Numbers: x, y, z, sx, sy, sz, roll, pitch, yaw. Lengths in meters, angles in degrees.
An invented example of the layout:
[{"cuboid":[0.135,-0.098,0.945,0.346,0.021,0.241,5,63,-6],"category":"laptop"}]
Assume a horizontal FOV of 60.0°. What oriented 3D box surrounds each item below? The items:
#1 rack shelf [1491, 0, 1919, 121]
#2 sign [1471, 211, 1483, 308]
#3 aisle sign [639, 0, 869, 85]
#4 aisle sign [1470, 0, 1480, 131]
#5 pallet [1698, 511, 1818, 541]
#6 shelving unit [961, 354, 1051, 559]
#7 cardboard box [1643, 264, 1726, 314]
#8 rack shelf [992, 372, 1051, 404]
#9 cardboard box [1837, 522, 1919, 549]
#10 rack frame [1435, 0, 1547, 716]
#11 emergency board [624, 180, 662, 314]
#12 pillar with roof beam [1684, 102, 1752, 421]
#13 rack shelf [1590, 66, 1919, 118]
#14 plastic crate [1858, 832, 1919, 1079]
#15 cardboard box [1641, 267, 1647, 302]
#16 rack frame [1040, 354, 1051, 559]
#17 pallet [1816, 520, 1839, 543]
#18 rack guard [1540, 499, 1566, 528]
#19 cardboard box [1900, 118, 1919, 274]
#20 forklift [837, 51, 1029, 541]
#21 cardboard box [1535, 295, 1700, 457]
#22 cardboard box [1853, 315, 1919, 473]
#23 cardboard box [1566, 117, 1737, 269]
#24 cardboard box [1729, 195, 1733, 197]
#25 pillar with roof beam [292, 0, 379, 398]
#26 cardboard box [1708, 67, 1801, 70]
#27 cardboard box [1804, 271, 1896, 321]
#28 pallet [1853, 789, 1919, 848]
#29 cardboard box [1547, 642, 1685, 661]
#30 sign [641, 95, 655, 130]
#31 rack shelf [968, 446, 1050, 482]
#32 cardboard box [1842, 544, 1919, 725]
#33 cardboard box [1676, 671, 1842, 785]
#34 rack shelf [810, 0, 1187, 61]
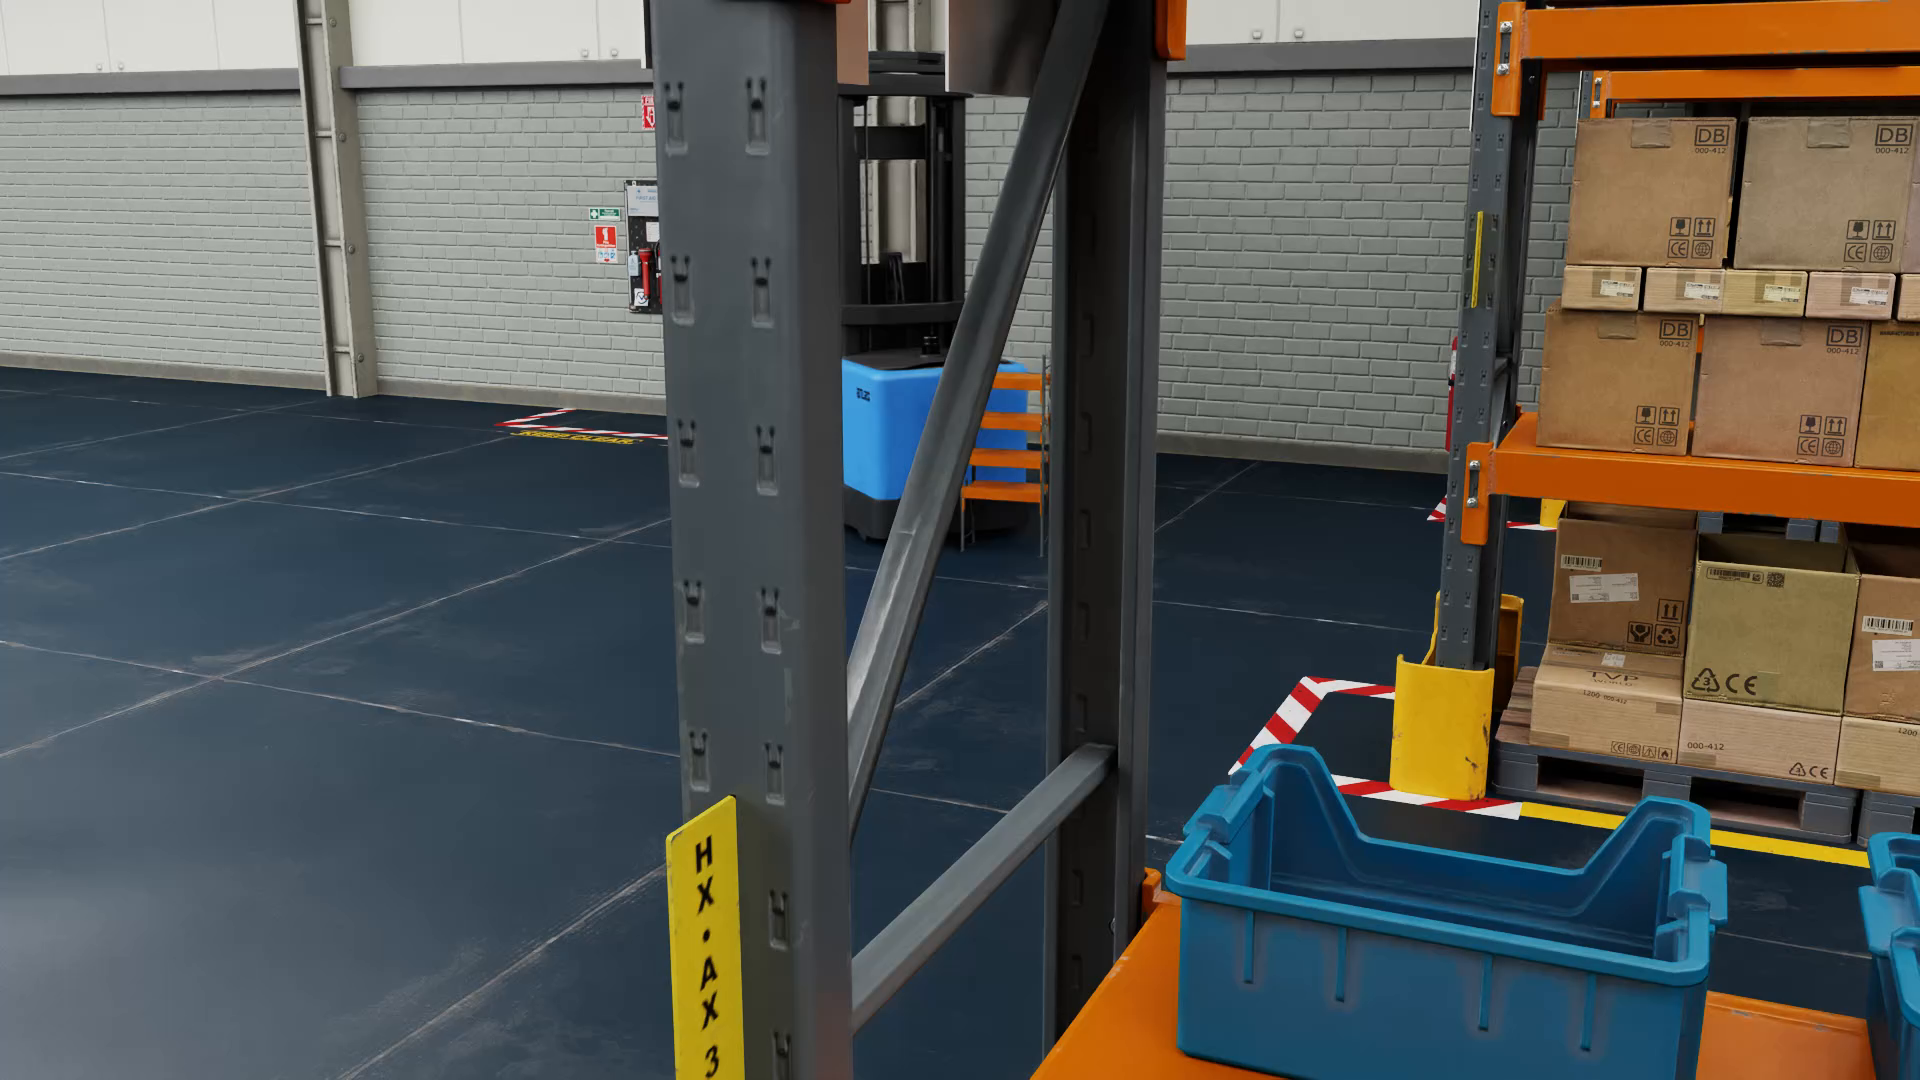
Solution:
[{"cuboid":[3.849,-1.550,5.305,4.000,0.370,1.077,6,14,23],"category":"rack shelf"},{"cuboid":[1.790,-0.970,5.755,0.005,0.325,0.100,6,14,23],"category":"sign"},{"cuboid":[-0.174,-0.802,1.417,0.004,0.787,0.394,6,14,23],"category":"aisle sign"},{"cuboid":[1.836,-1.833,5.810,0.004,0.787,0.394,6,14,23],"category":"aisle sign"},{"cuboid":[4.821,-0.213,10.702,1.213,0.211,1.003,6,14,23],"category":"pallet"},{"cuboid":[0.282,-0.518,9.837,0.503,1.200,0.258,4,14,17],"category":"shelving unit"},{"cuboid":[2.535,-0.885,5.820,0.250,0.149,0.380,5,14,22],"category":"cardboard box"},{"cuboid":[0.282,-0.901,9.747,0.480,0.148,0.258,4,14,17],"category":"rack shelf"},{"cuboid":[3.552,0.221,6.207,0.500,0.500,0.500,6,14,23],"category":"cardboard box"},{"cuboid":[2.021,-0.625,6.354,0.127,3.000,1.000,6,14,23],"category":"rack frame"},{"cuboid":[-2.716,-2.568,14.633,0.643,1.169,0.194,6,14,23],"category":"emergency board"},{"cuboid":[3.270,-3.798,6.742,0.400,9.000,9.100,6,14,23],"category":"pillar with roof beam"},{"cuboid":[5.852,-2.585,9.716,4.000,0.370,1.077,6,14,23],"category":"rack shelf"},{"cuboid":[1.181,0.526,1.771,0.408,0.251,0.499,6,14,23],"category":"plastic crate"},{"cuboid":[2.687,-0.970,6.186,0.250,0.149,0.380,6,15,25],"category":"cardboard box"},{"cuboid":[0.514,-0.501,9.765,0.015,1.200,0.240,4,14,17],"category":"rack frame"},{"cuboid":[5.933,-0.100,10.219,1.213,0.211,1.003,6,14,23],"category":"pallet"},{"cuboid":[4.093,-0.436,11.021,0.348,0.500,1.175,6,14,23],"category":"rack guard"},{"cuboid":[3.435,-1.161,5.578,0.500,0.500,0.700,6,14,23],"category":"cardboard box"},{"cuboid":[-0.630,-1.716,11.153,1.130,2.935,3.031,-6,14,-23],"category":"forklift"},{"cuboid":[2.442,-0.628,6.147,0.500,0.500,0.700,6,14,23],"category":"cardboard box"},{"cuboid":[3.376,-0.534,5.743,0.500,0.500,0.700,6,14,24],"category":"cardboard box"},{"cuboid":[2.491,-1.255,5.978,0.500,0.500,0.700,6,14,23],"category":"cardboard box"},{"cuboid":[4.997,-1.914,10.490,0.500,0.500,0.500,6,14,24],"category":"cardboard box"},{"cuboid":[-7.701,-4.908,11.474,0.400,9.000,9.100,6,14,23],"category":"pillar with roof beam"},{"cuboid":[4.705,-3.039,9.811,0.500,0.500,0.500,7,15,27],"category":"cardboard box"},{"cuboid":[2.992,-0.838,5.619,0.250,0.149,0.380,6,14,22],"category":"cardboard box"},{"cuboid":[3.848,0.907,5.926,1.213,0.211,1.003,6,14,23],"category":"pallet"},{"cuboid":[2.631,0.497,6.672,0.500,0.250,0.500,6,14,23],"category":"cardboard box"},{"cuboid":[-2.683,-3.718,14.460,0.199,0.298,0.001,6,14,23],"category":"sign"},{"cuboid":[0.282,-0.453,9.852,0.480,0.148,0.258,4,14,17],"category":"rack shelf"},{"cuboid":[3.341,0.329,5.744,0.500,0.500,0.500,6,14,23],"category":"cardboard box"},{"cuboid":[2.879,0.650,6.017,0.500,0.250,0.500,6,14,23],"category":"cardboard box"},{"cuboid":[1.839,-0.516,0.897,4.000,0.370,1.077,6,14,23],"category":"rack shelf"}]
